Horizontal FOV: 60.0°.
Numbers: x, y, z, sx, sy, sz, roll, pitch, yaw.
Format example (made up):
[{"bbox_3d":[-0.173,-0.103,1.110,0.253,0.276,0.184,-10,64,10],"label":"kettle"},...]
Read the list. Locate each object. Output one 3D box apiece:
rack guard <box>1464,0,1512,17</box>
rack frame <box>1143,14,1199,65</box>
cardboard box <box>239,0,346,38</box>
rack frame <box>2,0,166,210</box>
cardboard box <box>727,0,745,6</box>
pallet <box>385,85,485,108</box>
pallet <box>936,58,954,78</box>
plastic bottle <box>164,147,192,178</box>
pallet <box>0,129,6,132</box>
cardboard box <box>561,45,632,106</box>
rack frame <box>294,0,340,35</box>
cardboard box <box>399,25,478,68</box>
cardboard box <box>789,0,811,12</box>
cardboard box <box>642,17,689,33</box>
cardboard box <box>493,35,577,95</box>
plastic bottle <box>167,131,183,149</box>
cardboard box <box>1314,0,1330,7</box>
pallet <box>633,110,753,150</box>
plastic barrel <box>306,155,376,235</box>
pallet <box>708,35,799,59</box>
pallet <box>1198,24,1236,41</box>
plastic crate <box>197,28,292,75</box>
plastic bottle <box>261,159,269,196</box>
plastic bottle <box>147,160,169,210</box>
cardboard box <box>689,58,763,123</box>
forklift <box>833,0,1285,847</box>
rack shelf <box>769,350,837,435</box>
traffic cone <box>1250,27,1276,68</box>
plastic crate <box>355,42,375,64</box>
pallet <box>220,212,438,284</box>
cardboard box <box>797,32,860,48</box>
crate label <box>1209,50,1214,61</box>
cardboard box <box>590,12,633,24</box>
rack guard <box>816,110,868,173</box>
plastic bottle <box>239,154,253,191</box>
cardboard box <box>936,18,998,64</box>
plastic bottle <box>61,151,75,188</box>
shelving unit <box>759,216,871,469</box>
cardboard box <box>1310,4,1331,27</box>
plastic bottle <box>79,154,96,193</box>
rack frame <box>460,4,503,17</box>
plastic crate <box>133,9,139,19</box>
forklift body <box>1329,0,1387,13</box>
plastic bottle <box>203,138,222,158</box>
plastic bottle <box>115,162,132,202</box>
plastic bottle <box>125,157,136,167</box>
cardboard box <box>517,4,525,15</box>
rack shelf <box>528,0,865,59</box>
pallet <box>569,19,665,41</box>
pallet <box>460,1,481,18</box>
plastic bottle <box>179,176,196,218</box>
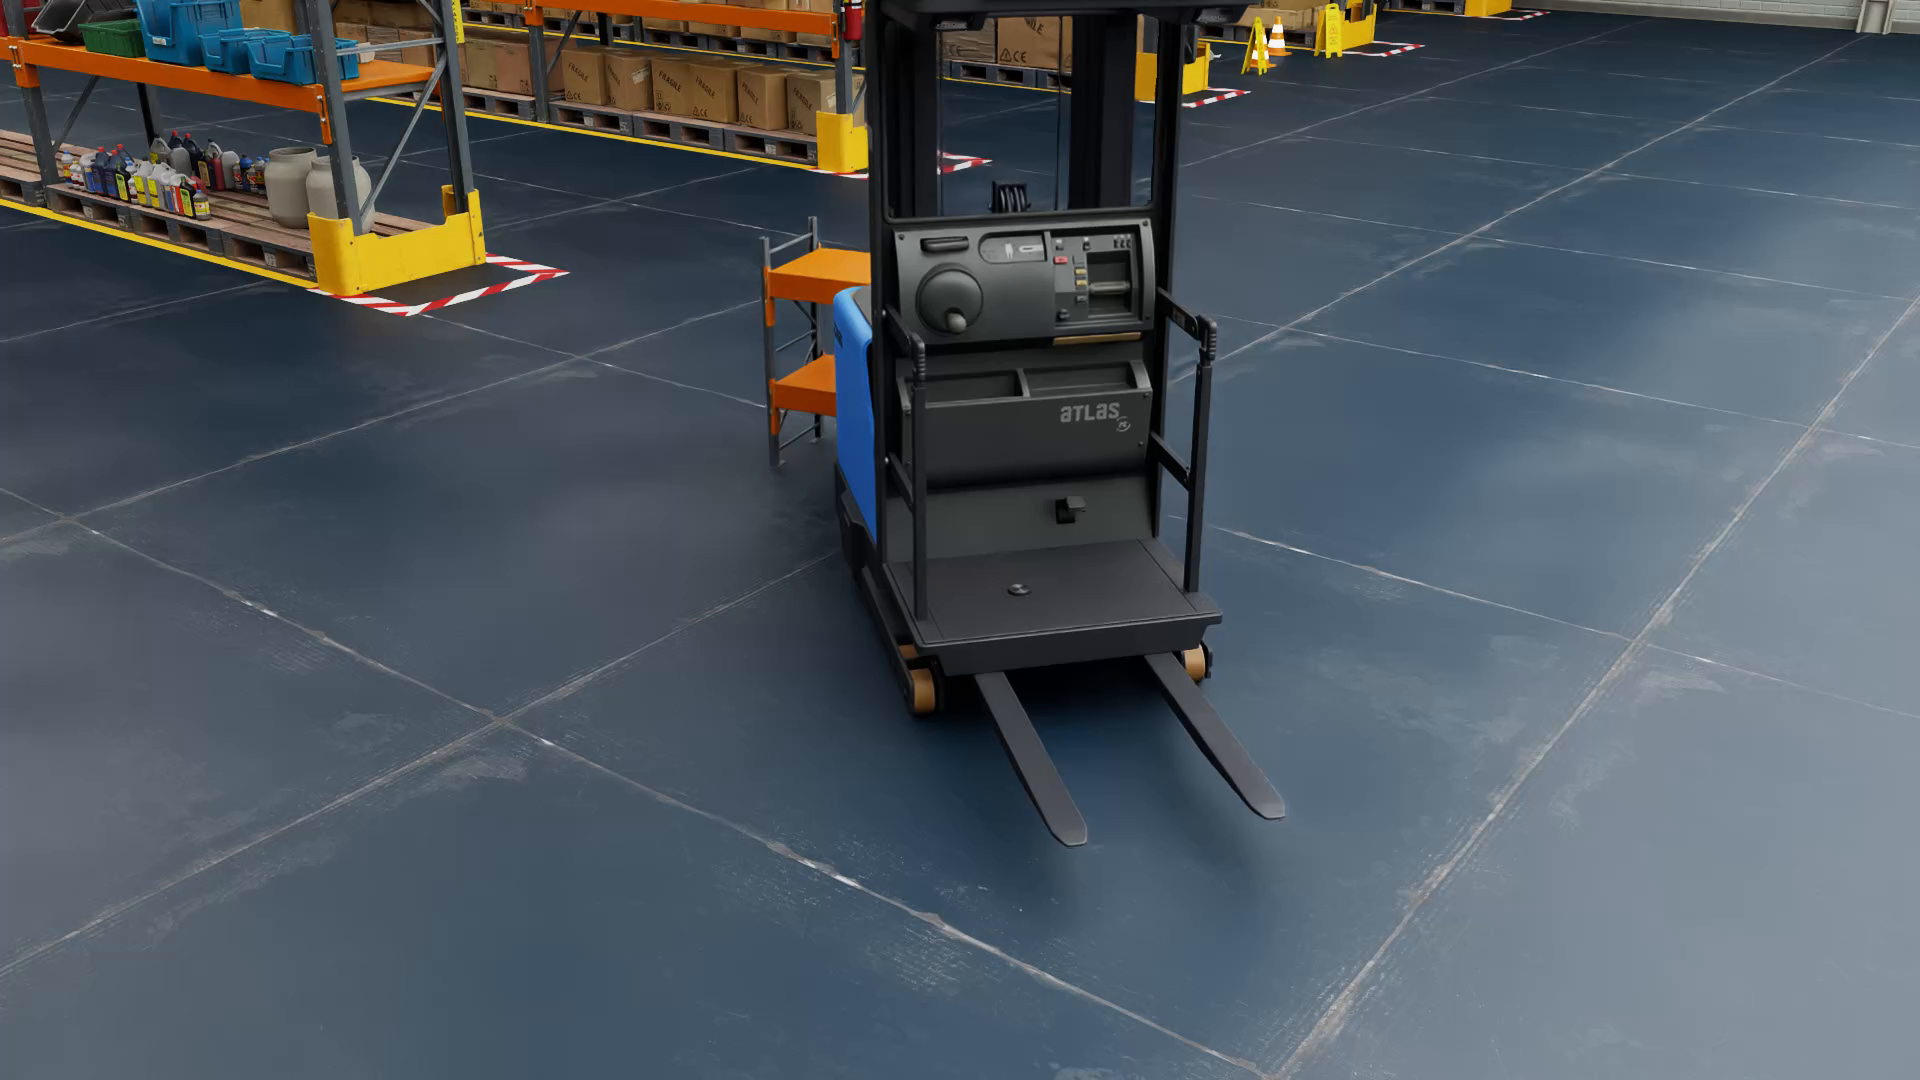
[{"bbox_3d":[8.206,-8.429,25.761,0.348,0.500,1.175,17,29,33],"label":"rack guard"},{"bbox_3d":[2.325,-6.355,17.953,0.127,3.000,1.000,17,29,33],"label":"rack frame"},{"bbox_3d":[-7.672,-6.107,19.505,0.875,0.875,1.225,15,28,31],"label":"cardboard box"},{"bbox_3d":[-6.902,-4.148,12.945,0.127,3.000,1.000,17,29,33],"label":"rack frame"},{"bbox_3d":[-1.879,-4.910,14.986,0.250,0.149,0.380,17,29,33],"label":"cardboard box"},{"bbox_3d":[-5.536,-4.953,18.229,1.213,0.211,1.003,17,29,33],"label":"pallet"},{"bbox_3d":[-0.315,-5.837,20.236,1.213,0.211,1.003,17,29,33],"label":"pallet"},{"bbox_3d":[-6.129,-2.940,13.035,0.135,0.276,0.152,17,29,33],"label":"plastic bottle"},{"bbox_3d":[-9.506,-3.640,15.249,1.213,0.211,1.003,17,29,33],"label":"pallet"},{"bbox_3d":[-3.636,-4.685,16.742,0.500,0.500,0.500,16,28,32],"label":"cardboard box"},{"bbox_3d":[-7.133,-6.714,18.767,0.127,3.000,1.000,17,29,33],"label":"rack frame"},{"bbox_3d":[-5.675,-5.351,18.228,0.500,0.500,0.700,20,31,38],"label":"cardboard box"},{"bbox_3d":[-1.283,-4.727,14.570,0.250,0.149,0.380,17,29,33],"label":"cardboard box"},{"bbox_3d":[-3.644,-7.276,22.313,0.750,0.750,1.050,16,29,33],"label":"cardboard box"},{"bbox_3d":[-4.410,-4.959,17.340,0.500,0.500,0.700,14,28,29],"label":"cardboard box"},{"bbox_3d":[-6.214,-3.075,13.248,0.185,0.351,0.144,16,28,32],"label":"plastic bottle"},{"bbox_3d":[4.713,-7.543,22.610,0.500,0.500,0.500,16,28,32],"label":"cardboard box"},{"bbox_3d":[-2.393,-4.024,16.122,1.213,0.211,1.003,17,29,33],"label":"pallet"},{"bbox_3d":[-4.274,-2.369,11.472,0.421,0.512,0.421,0,24,0],"label":"plastic barrel"},{"bbox_3d":[-2.519,-6.503,21.748,1.213,0.211,1.003,17,29,33],"label":"pallet"},{"bbox_3d":[3.551,-7.222,23.379,1.213,0.211,1.003,17,29,33],"label":"pallet"},{"bbox_3d":[-4.798,-3.296,11.196,0.408,0.251,0.499,17,29,33],"label":"plastic crate"},{"bbox_3d":[-5.240,-2.756,12.622,0.097,0.271,0.097,0,24,0],"label":"plastic bottle"},{"bbox_3d":[-5.865,-2.615,12.205,0.185,0.351,0.144,18,30,35],"label":"plastic bottle"},{"bbox_3d":[-2.209,-4.275,15.811,0.500,0.500,0.500,20,31,38],"label":"cardboard box"},{"bbox_3d":[0.284,-0.893,5.642,1.130,2.935,3.031,-5,24,-12],"label":"forklift"},{"bbox_3d":[-0.339,-0.643,7.920,1.000,0.278,0.538,10,26,22],"label":"rack shelf"},{"bbox_3d":[3.701,-6.063,20.437,0.334,0.463,0.336,17,29,33],"label":"traffic cone"},{"bbox_3d":[-4.225,-3.381,11.530,0.250,0.136,0.298,17,29,33],"label":"plastic crate"},{"bbox_3d":[-4.437,-2.106,11.769,1.213,0.211,1.003,17,29,33],"label":"pallet"},{"bbox_3d":[-1.427,-6.606,20.792,0.750,0.750,1.050,17,29,33],"label":"cardboard box"},{"bbox_3d":[3.035,-6.084,20.888,0.298,0.136,0.250,3,24,6],"label":"crate label"},{"bbox_3d":[-4.760,-7.413,22.933,0.500,0.500,0.500,17,29,33],"label":"cardboard box"},{"bbox_3d":[-0.792,-3.654,14.922,0.348,0.500,1.175,17,29,33],"label":"rack guard"},{"bbox_3d":[-5.482,-2.829,12.789,0.097,0.271,0.097,0,24,0],"label":"plastic bottle"},{"bbox_3d":[0.309,-6.151,19.604,0.875,0.875,0.875,17,29,34],"label":"cardboard box"},{"bbox_3d":[-6.910,-2.883,12.910,0.097,0.271,0.097,0,24,0],"label":"plastic bottle"},{"bbox_3d":[-0.339,-0.866,7.821,1.048,1.125,0.538,10,26,22],"label":"shelving unit"},{"bbox_3d":[4.733,-7.195,22.748,0.500,0.250,0.500,17,29,33],"label":"cardboard box"},{"bbox_3d":[-6.635,-2.815,12.752,0.135,0.276,0.152,18,30,35],"label":"plastic bottle"},{"bbox_3d":[-7.278,-9.257,24.539,0.127,3.000,1.000,17,29,33],"label":"rack frame"},{"bbox_3d":[-5.854,-3.900,12.566,0.616,0.251,0.499,17,29,33],"label":"plastic crate"},{"bbox_3d":[5.575,-9.060,25.146,1.214,2.155,2.313,17,29,33],"label":"forklift body"},{"bbox_3d":[-5.802,-2.950,12.965,0.185,0.351,0.144,17,29,33],"label":"plastic bottle"},{"bbox_3d":[-6.247,-2.679,12.432,0.133,0.283,0.061,18,30,36],"label":"plastic bottle"},{"bbox_3d":[-6.317,-2.776,12.668,0.097,0.271,0.097,0,24,0],"label":"plastic bottle"},{"bbox_3d":[-5.994,-7.791,23.792,0.500,0.500,0.500,17,29,34],"label":"cardboard box"},{"bbox_3d":[-2.331,-4.934,15.619,4.000,0.370,1.077,17,29,33],"label":"rack shelf"},{"bbox_3d":[-4.701,-7.203,23.336,1.213,0.211,1.003,17,29,33],"label":"pallet"},{"bbox_3d":[-7.836,-8.132,25.444,1.213,0.211,1.003,17,29,33],"label":"pallet"},{"bbox_3d":[-5.538,-2.464,11.946,0.133,0.283,0.061,18,29,35],"label":"plastic bottle"}]
